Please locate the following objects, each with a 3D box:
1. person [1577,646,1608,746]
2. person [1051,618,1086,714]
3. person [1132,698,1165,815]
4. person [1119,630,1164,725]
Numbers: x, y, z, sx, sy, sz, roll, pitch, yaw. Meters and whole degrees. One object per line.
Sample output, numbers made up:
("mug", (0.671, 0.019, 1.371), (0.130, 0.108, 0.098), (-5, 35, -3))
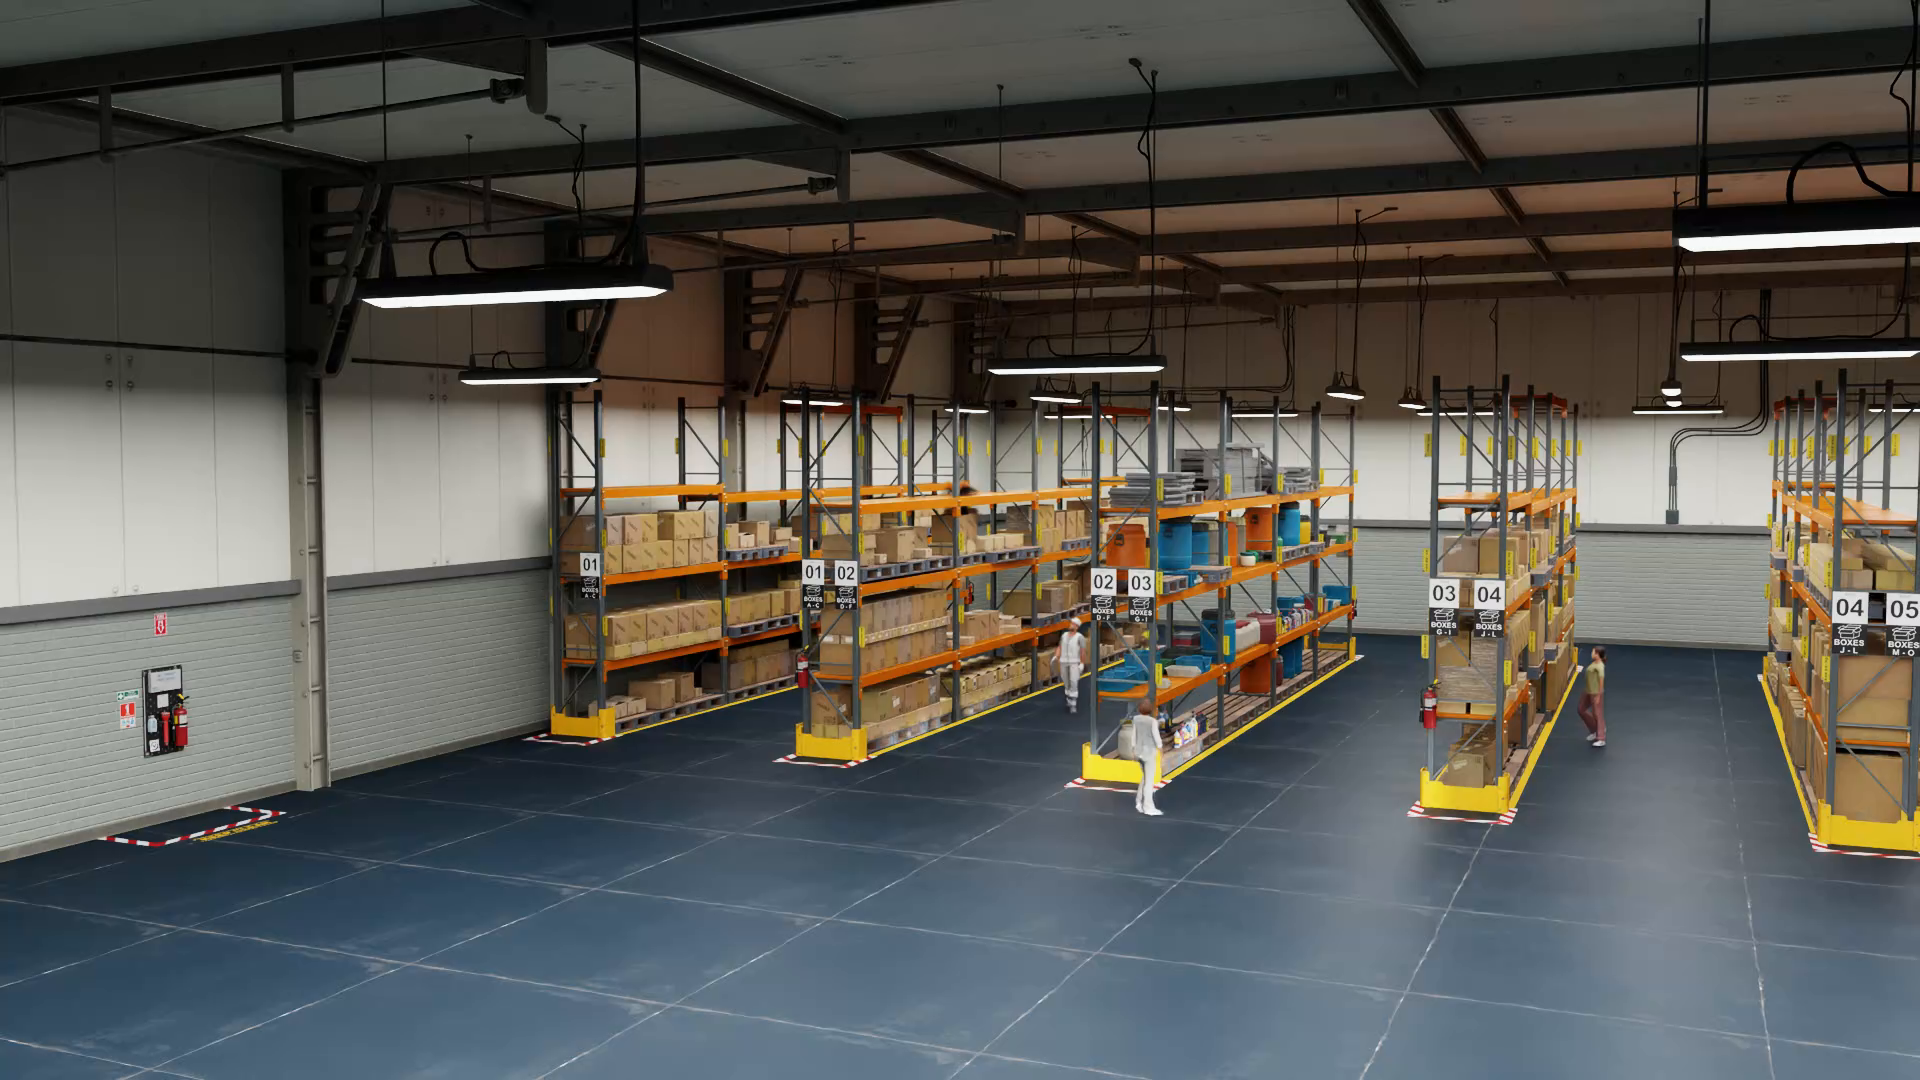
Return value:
("person", (10.732, 2.609, 28.061), (0.404, 1.667, 0.618), (0, 3, -6))
("person", (2.054, 2.362, 31.578), (0.637, 1.743, 0.898), (1, 3, 15))
("person", (2.564, 2.958, 22.675), (0.364, 1.623, 0.442), (-2, 4, -34))
("person", (3.328, 2.496, 30.027), (0.508, 1.720, 1.043), (3, 4, 40))
